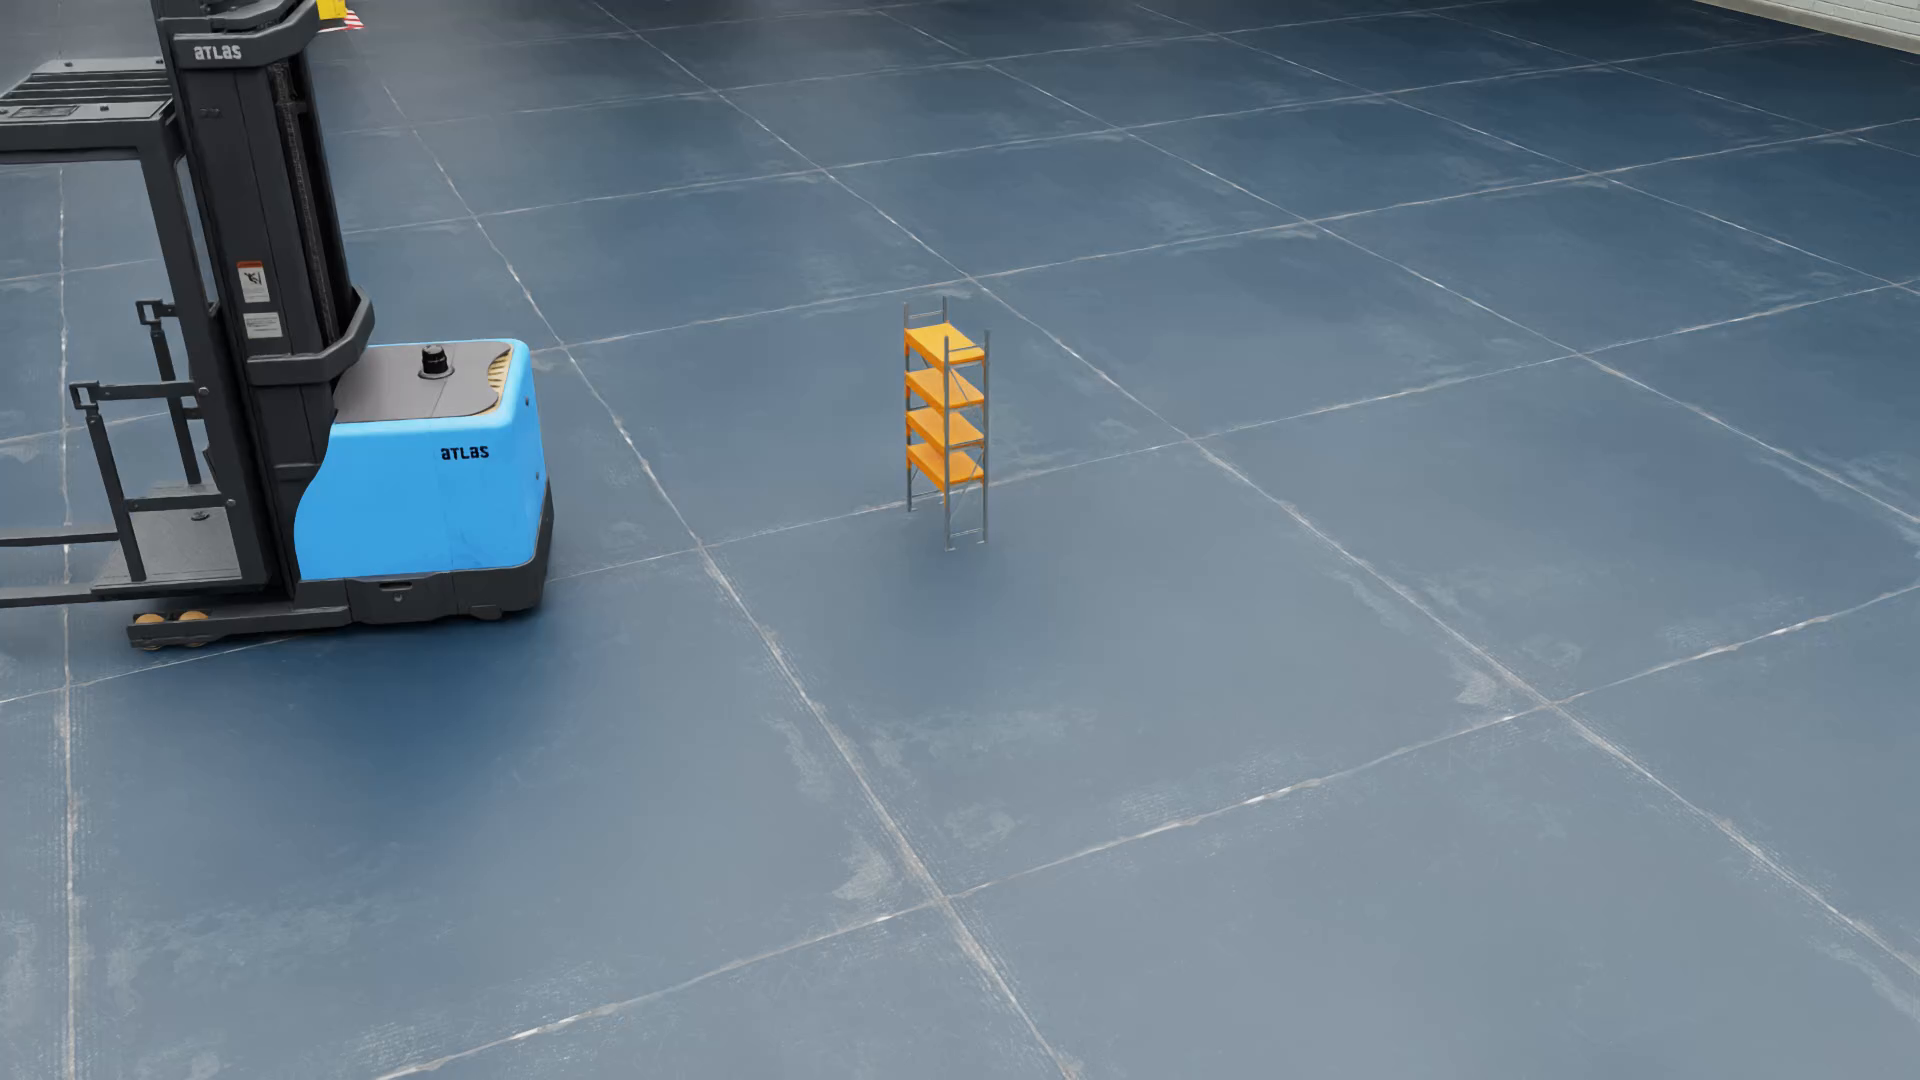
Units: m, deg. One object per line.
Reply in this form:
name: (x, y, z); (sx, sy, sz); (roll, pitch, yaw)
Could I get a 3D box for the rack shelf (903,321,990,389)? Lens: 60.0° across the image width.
rack shelf: (-0.071, -0.939, 8.395); (0.258, 0.148, 0.480); (-13, 32, -22)

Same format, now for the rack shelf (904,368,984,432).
rack shelf: (-0.071, -0.733, 8.510); (0.258, 0.148, 0.480); (-13, 32, -22)

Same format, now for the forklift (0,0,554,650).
forklift: (-3.597, -1.036, 7.601); (3.031, 2.935, 1.130); (-4, 30, -7)

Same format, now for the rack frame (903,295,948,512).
rack frame: (-0.176, -0.704, 8.779); (0.240, 1.200, 0.015); (-13, 32, -22)

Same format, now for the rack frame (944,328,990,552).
rack frame: (0.034, -0.489, 8.395); (0.240, 1.200, 0.015); (-13, 32, -22)

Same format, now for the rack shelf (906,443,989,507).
rack shelf: (-0.071, -0.365, 8.717); (0.258, 0.148, 0.480); (-13, 32, -22)

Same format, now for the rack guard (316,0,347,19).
rack guard: (-7.934, -6.433, 19.711); (1.175, 0.500, 0.348); (-13, 32, -22)

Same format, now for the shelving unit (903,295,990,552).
shelving unit: (-0.071, -0.596, 8.587); (0.258, 1.200, 0.503); (-13, 32, -22)

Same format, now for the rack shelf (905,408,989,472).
rack shelf: (-0.071, -0.538, 8.620); (0.258, 0.148, 0.480); (-13, 32, -22)
